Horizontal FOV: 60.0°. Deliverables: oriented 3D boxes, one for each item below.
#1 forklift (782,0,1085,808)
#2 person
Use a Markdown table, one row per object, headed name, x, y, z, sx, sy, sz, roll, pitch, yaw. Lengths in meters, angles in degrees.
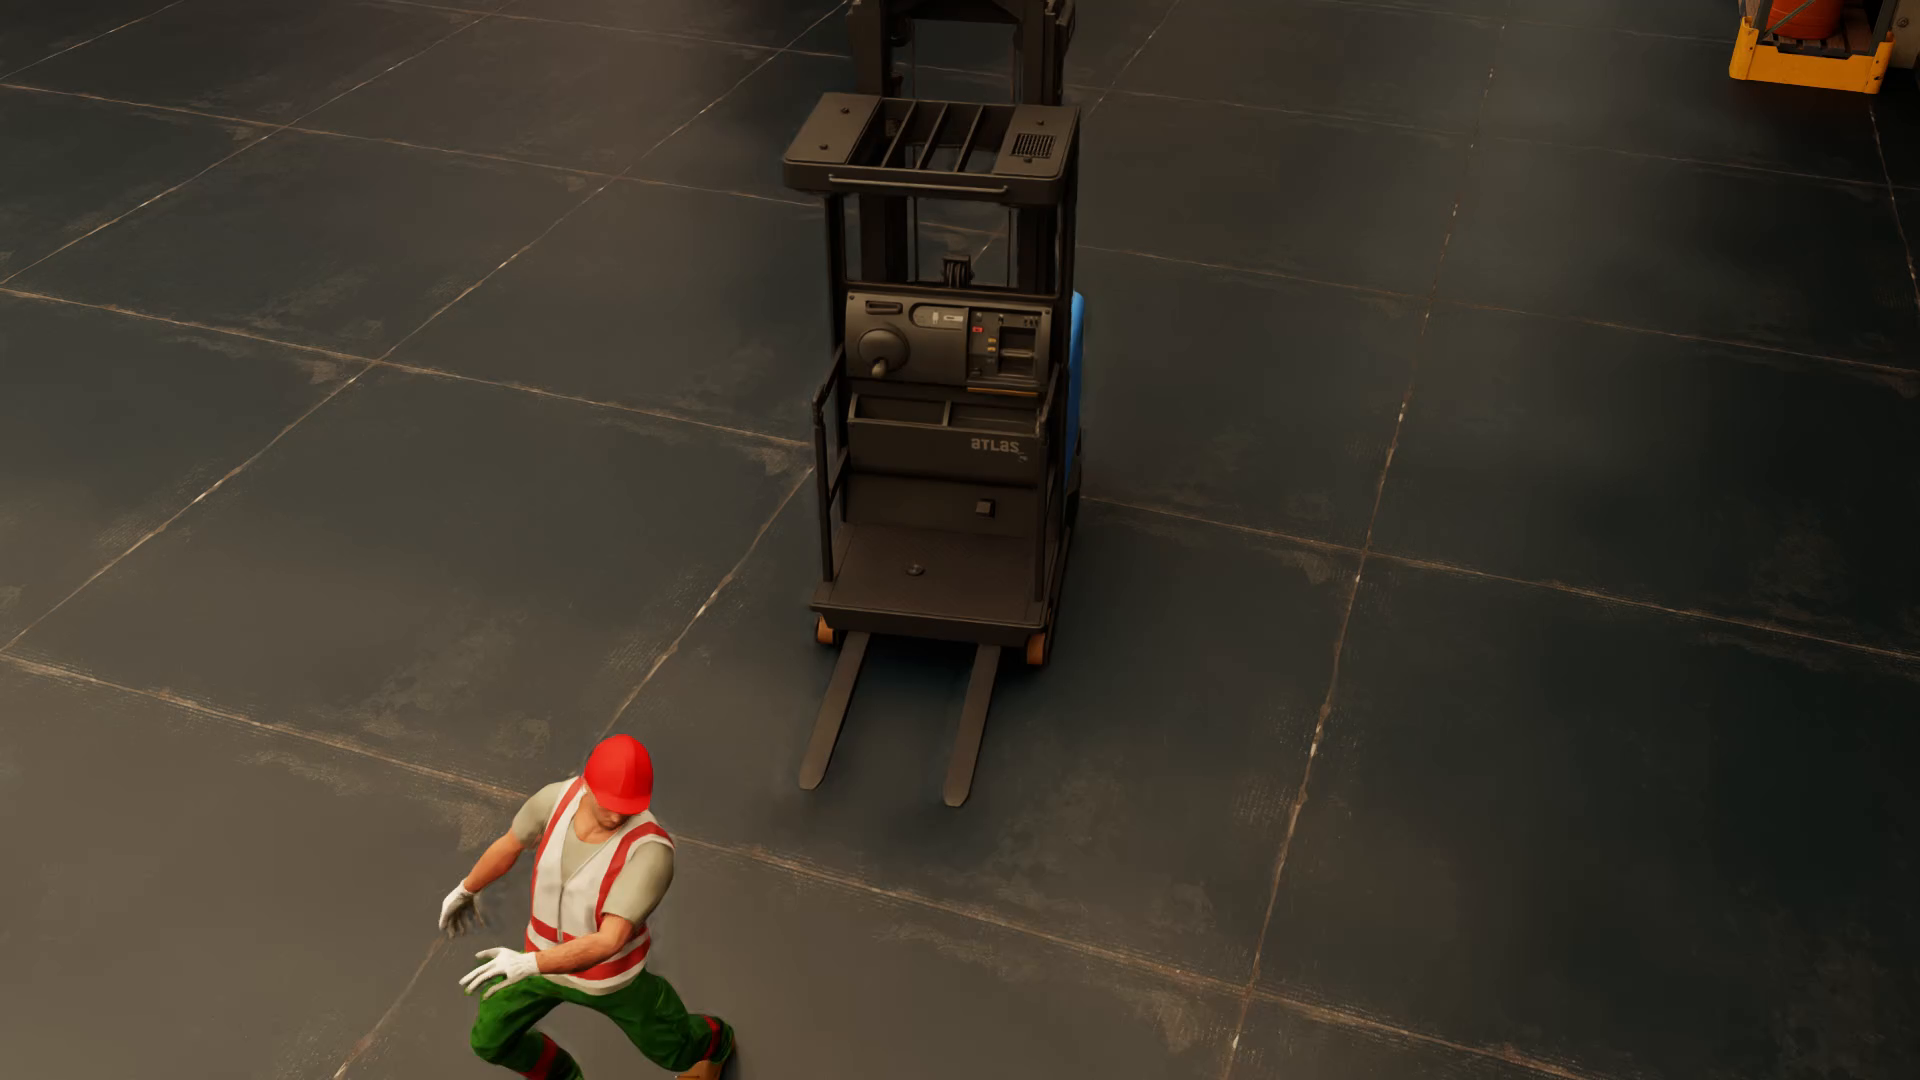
| name | x | y | z | sx | sy | sz | roll | pitch | yaw |
| --- | --- | --- | --- | --- | --- | --- | --- | --- | --- |
| forklift | -0.086 | -0.828 | 7.279 | 1.130 | 2.935 | 3.031 | 5 | 36 | 8 |
| person | -1.295 | 1.331 | 5.322 | 0.838 | 1.621 | 0.877 | 11 | 37 | 15 |
